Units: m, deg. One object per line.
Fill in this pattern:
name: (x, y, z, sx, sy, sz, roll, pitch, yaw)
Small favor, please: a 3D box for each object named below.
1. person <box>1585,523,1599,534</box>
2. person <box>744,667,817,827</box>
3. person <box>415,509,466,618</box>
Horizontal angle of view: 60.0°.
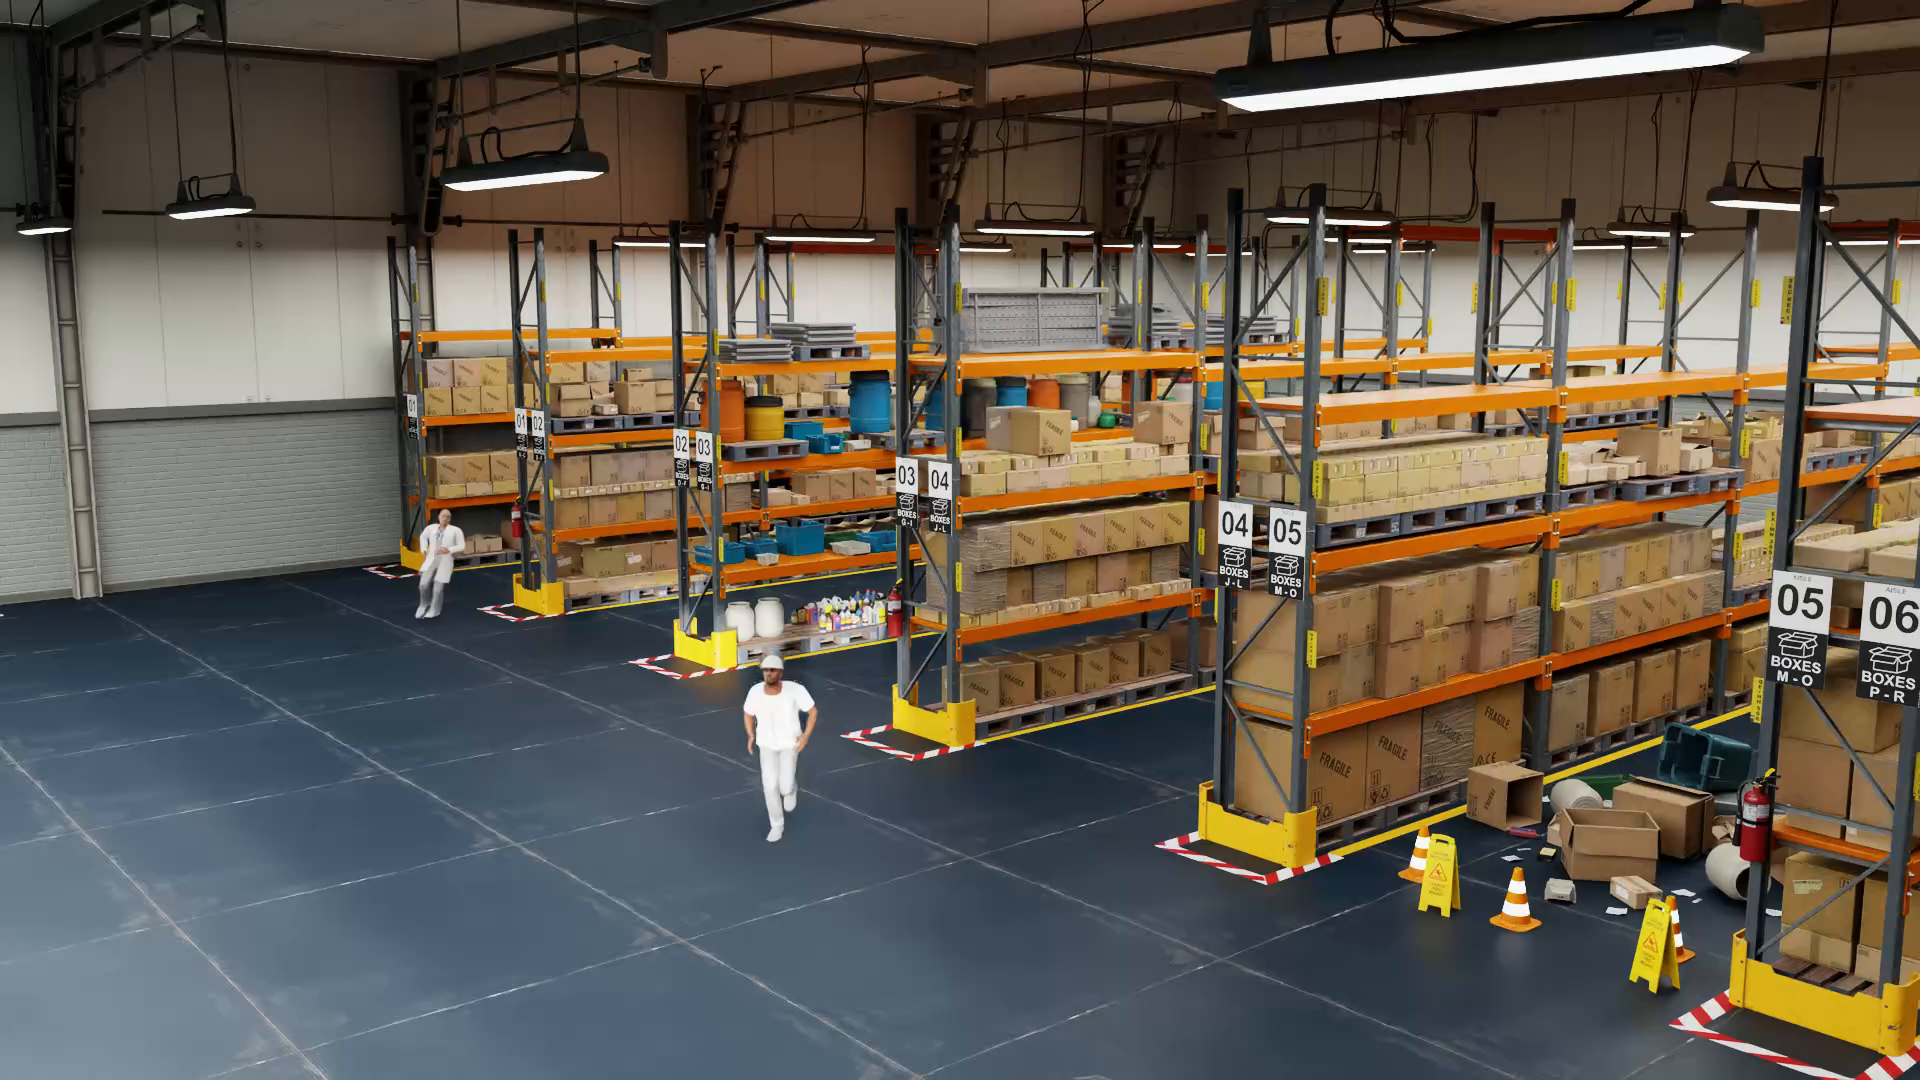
person: (9.572, 0.081, 25.202, 0.345, 0.858, 0.684, -7, 11, -38)
person: (-1.694, 2.004, 15.714, 0.706, 1.429, 0.604, 1, 9, 8)
person: (-8.046, 0.376, 25.723, 0.784, 1.702, 0.633, 0, 9, -1)
